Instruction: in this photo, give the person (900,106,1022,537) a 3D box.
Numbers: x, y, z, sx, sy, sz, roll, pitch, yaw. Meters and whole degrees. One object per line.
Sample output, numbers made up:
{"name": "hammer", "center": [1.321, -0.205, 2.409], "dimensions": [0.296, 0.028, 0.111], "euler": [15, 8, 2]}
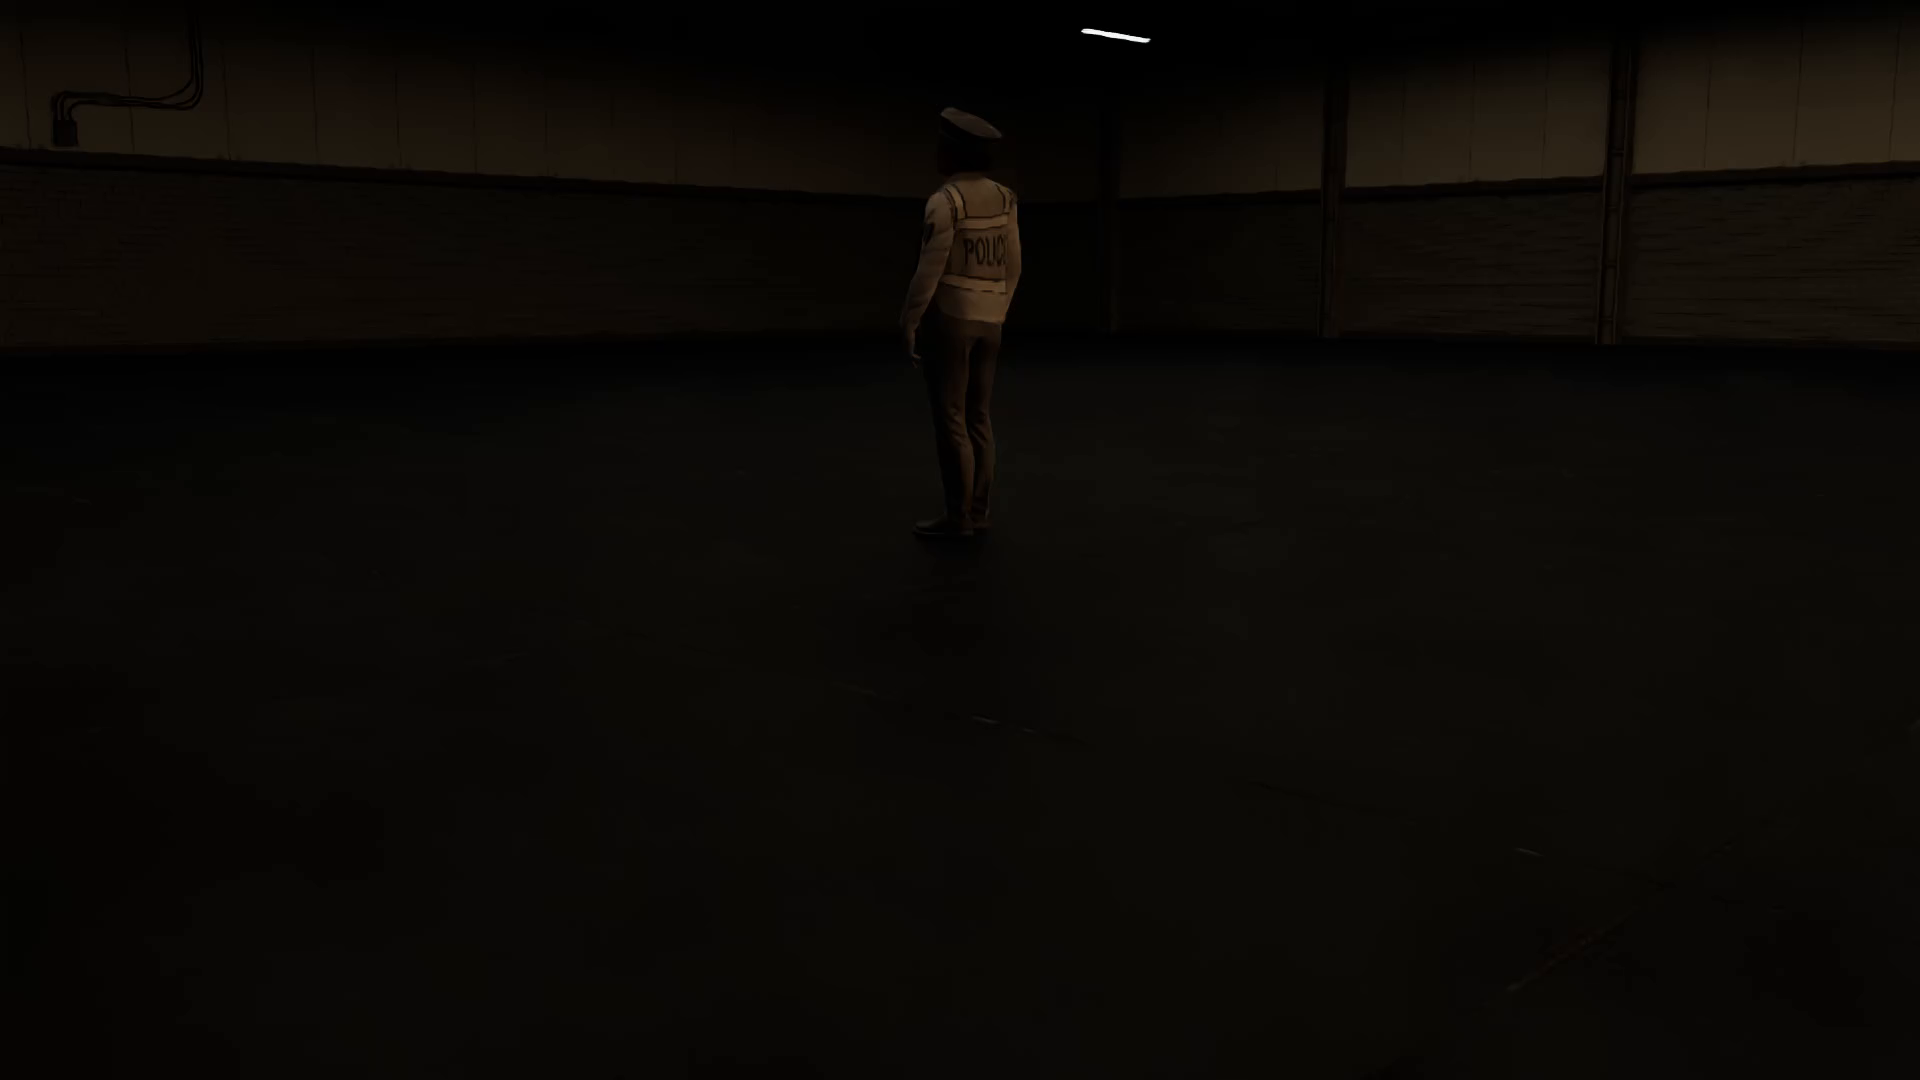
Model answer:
{"name": "person", "center": [-0.044, -0.853, 6.642], "dimensions": [0.532, 1.695, 0.586], "euler": [8, 12, 43]}
